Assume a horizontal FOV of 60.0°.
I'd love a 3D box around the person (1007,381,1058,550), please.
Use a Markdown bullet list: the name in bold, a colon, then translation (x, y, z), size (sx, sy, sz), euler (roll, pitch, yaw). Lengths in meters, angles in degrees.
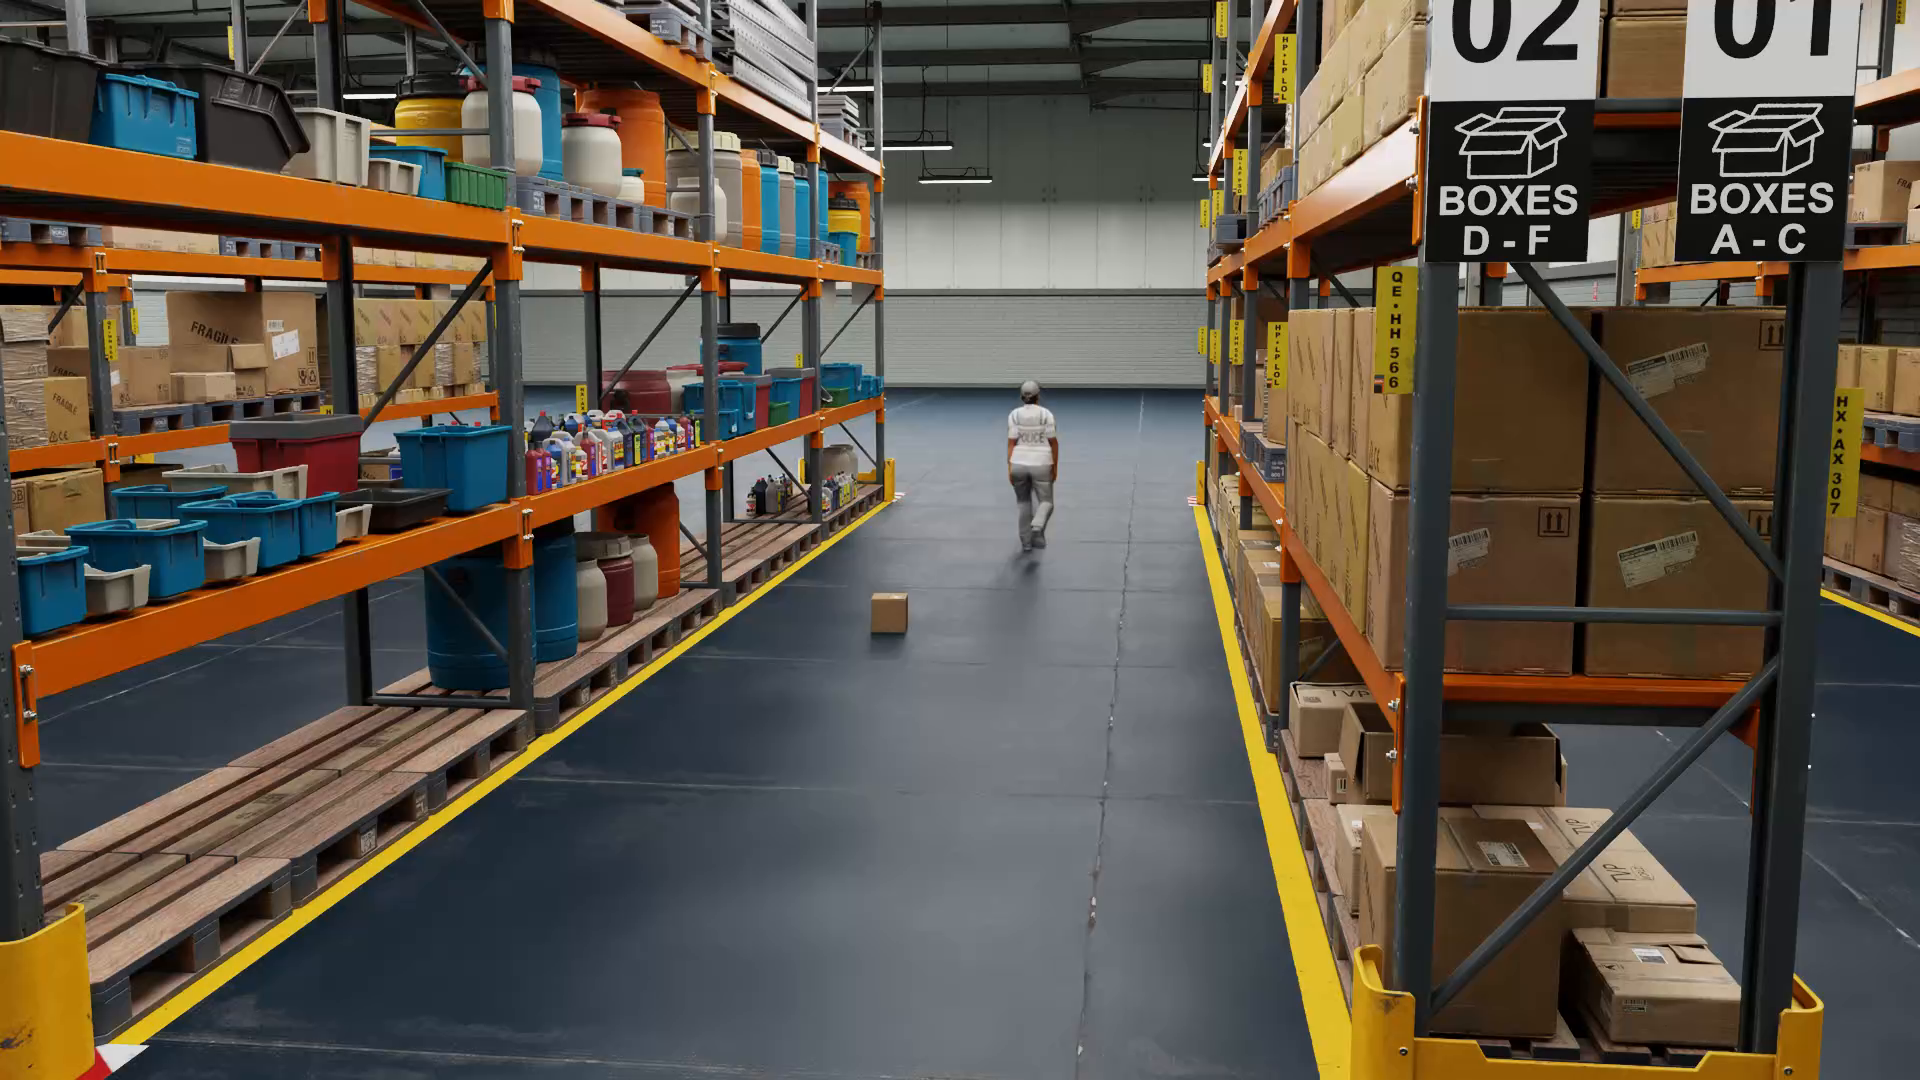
- **person**: translation (0.682, -0.692, 15.823), size (0.494, 1.632, 0.782), euler (2, 8, 13)
